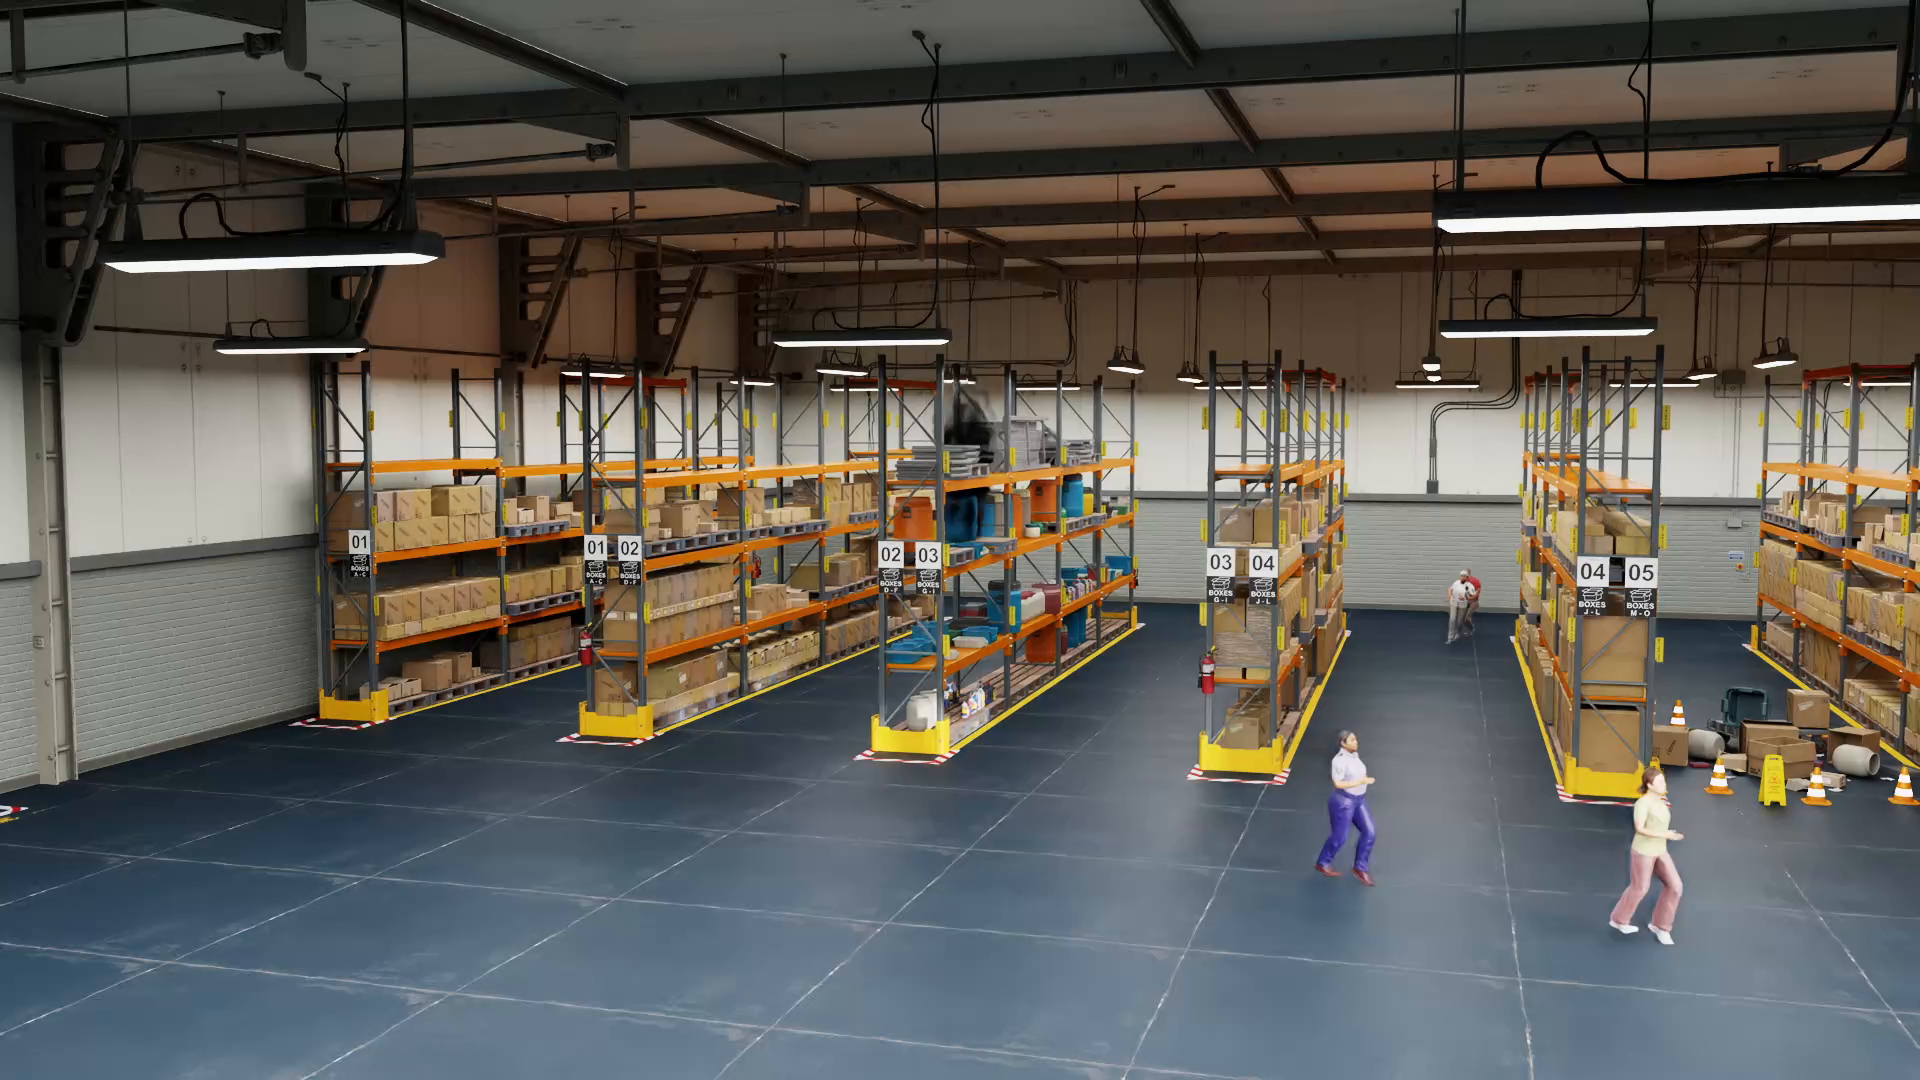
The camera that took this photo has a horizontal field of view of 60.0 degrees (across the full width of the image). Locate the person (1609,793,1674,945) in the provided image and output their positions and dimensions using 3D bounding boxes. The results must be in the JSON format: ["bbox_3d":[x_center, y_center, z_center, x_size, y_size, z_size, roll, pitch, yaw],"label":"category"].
[{"bbox_3d":[6.564,3.164,16.015,0.540,1.491,0.584,-3,5,-39],"label":"person"}]

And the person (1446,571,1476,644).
[{"bbox_3d":[11.329,1.526,37.555,0.639,1.664,0.818,2,5,28],"label":"person"}]

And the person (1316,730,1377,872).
[{"bbox_3d":[4.205,2.817,17.989,0.684,1.536,0.585,4,6,45],"label":"person"}]

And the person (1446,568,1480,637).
[{"bbox_3d":[11.755,1.450,38.699,0.486,1.634,0.910,-1,4,-20],"label":"person"}]
